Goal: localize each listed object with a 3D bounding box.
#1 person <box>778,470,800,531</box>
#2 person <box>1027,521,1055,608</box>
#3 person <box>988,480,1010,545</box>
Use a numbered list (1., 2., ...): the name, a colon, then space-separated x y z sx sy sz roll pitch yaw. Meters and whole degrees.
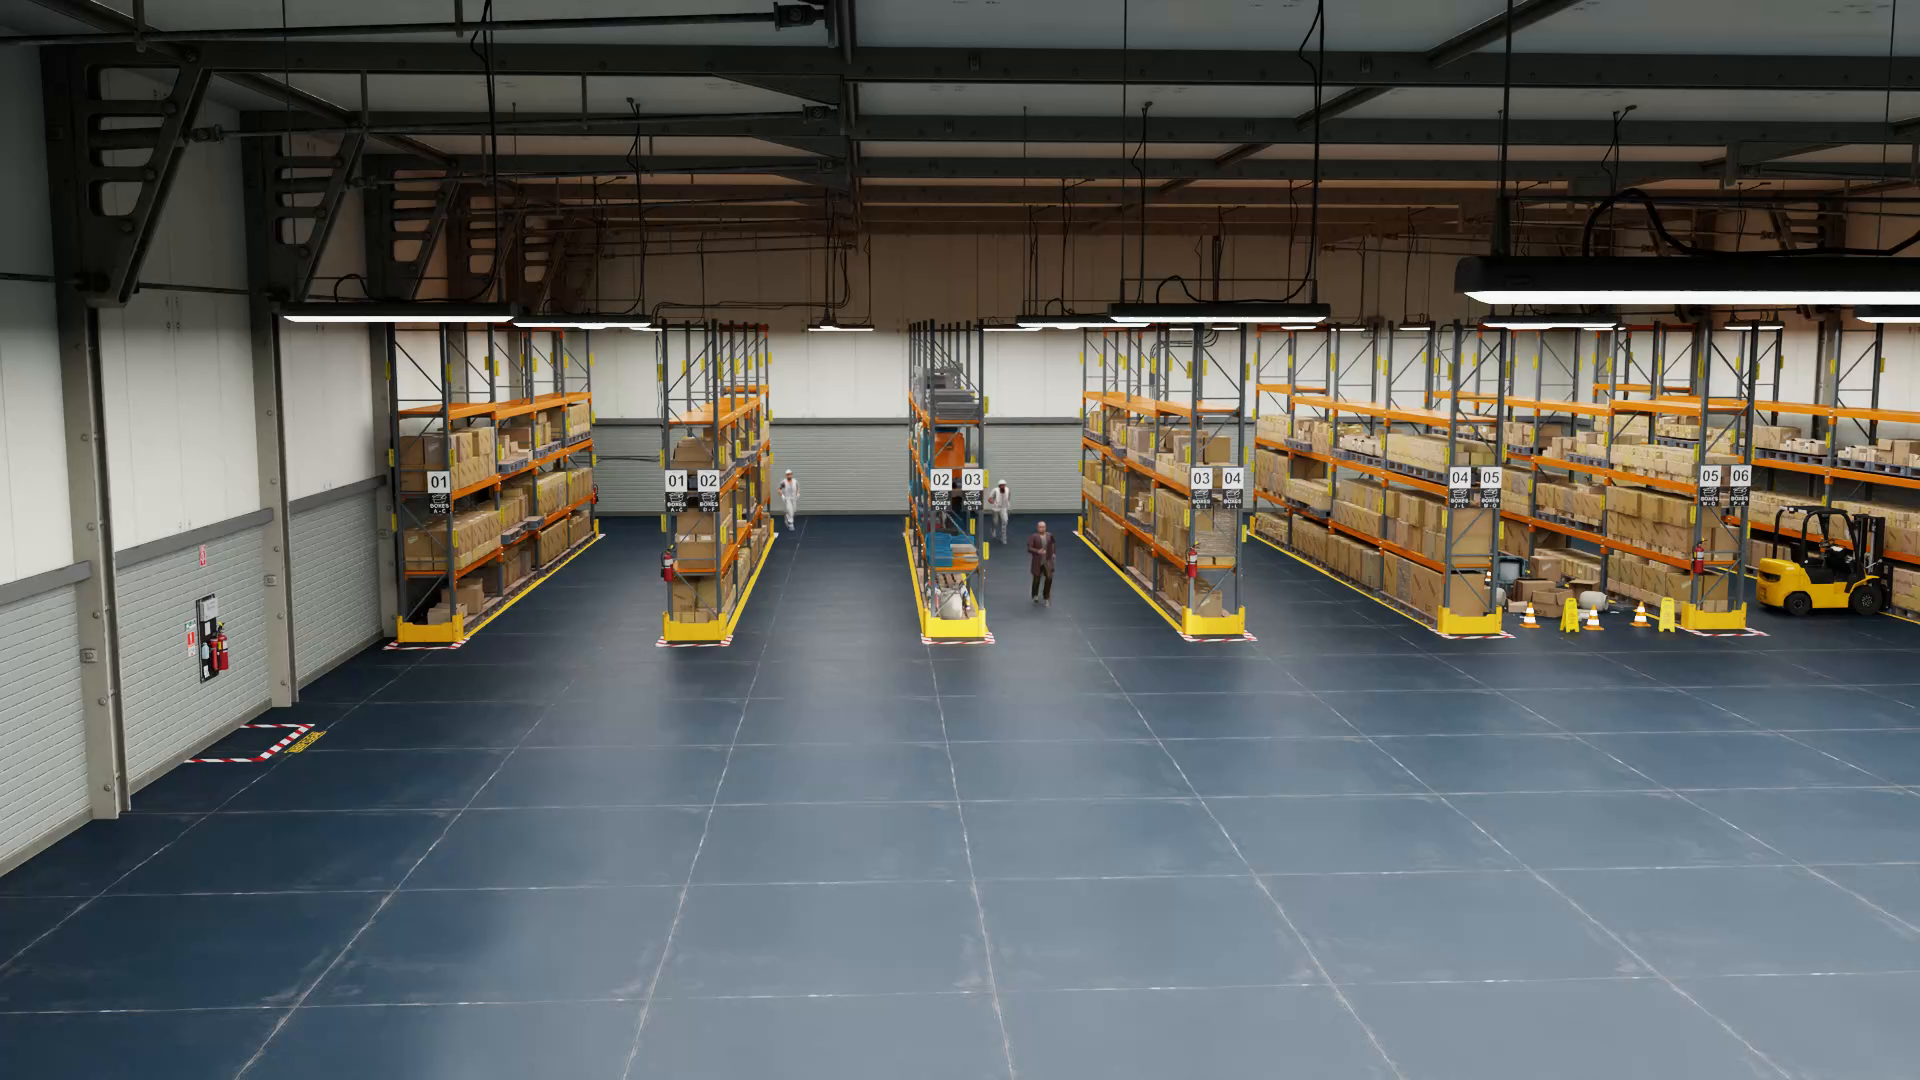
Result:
1. person: -5.013 -1.173 48.736 0.654 1.780 0.806 -3 8 -24
2. person: 1.727 0.516 35.127 0.688 1.836 0.908 -2 7 -13
3. person: 1.081 -0.792 45.731 0.688 1.776 1.101 -2 7 -15
